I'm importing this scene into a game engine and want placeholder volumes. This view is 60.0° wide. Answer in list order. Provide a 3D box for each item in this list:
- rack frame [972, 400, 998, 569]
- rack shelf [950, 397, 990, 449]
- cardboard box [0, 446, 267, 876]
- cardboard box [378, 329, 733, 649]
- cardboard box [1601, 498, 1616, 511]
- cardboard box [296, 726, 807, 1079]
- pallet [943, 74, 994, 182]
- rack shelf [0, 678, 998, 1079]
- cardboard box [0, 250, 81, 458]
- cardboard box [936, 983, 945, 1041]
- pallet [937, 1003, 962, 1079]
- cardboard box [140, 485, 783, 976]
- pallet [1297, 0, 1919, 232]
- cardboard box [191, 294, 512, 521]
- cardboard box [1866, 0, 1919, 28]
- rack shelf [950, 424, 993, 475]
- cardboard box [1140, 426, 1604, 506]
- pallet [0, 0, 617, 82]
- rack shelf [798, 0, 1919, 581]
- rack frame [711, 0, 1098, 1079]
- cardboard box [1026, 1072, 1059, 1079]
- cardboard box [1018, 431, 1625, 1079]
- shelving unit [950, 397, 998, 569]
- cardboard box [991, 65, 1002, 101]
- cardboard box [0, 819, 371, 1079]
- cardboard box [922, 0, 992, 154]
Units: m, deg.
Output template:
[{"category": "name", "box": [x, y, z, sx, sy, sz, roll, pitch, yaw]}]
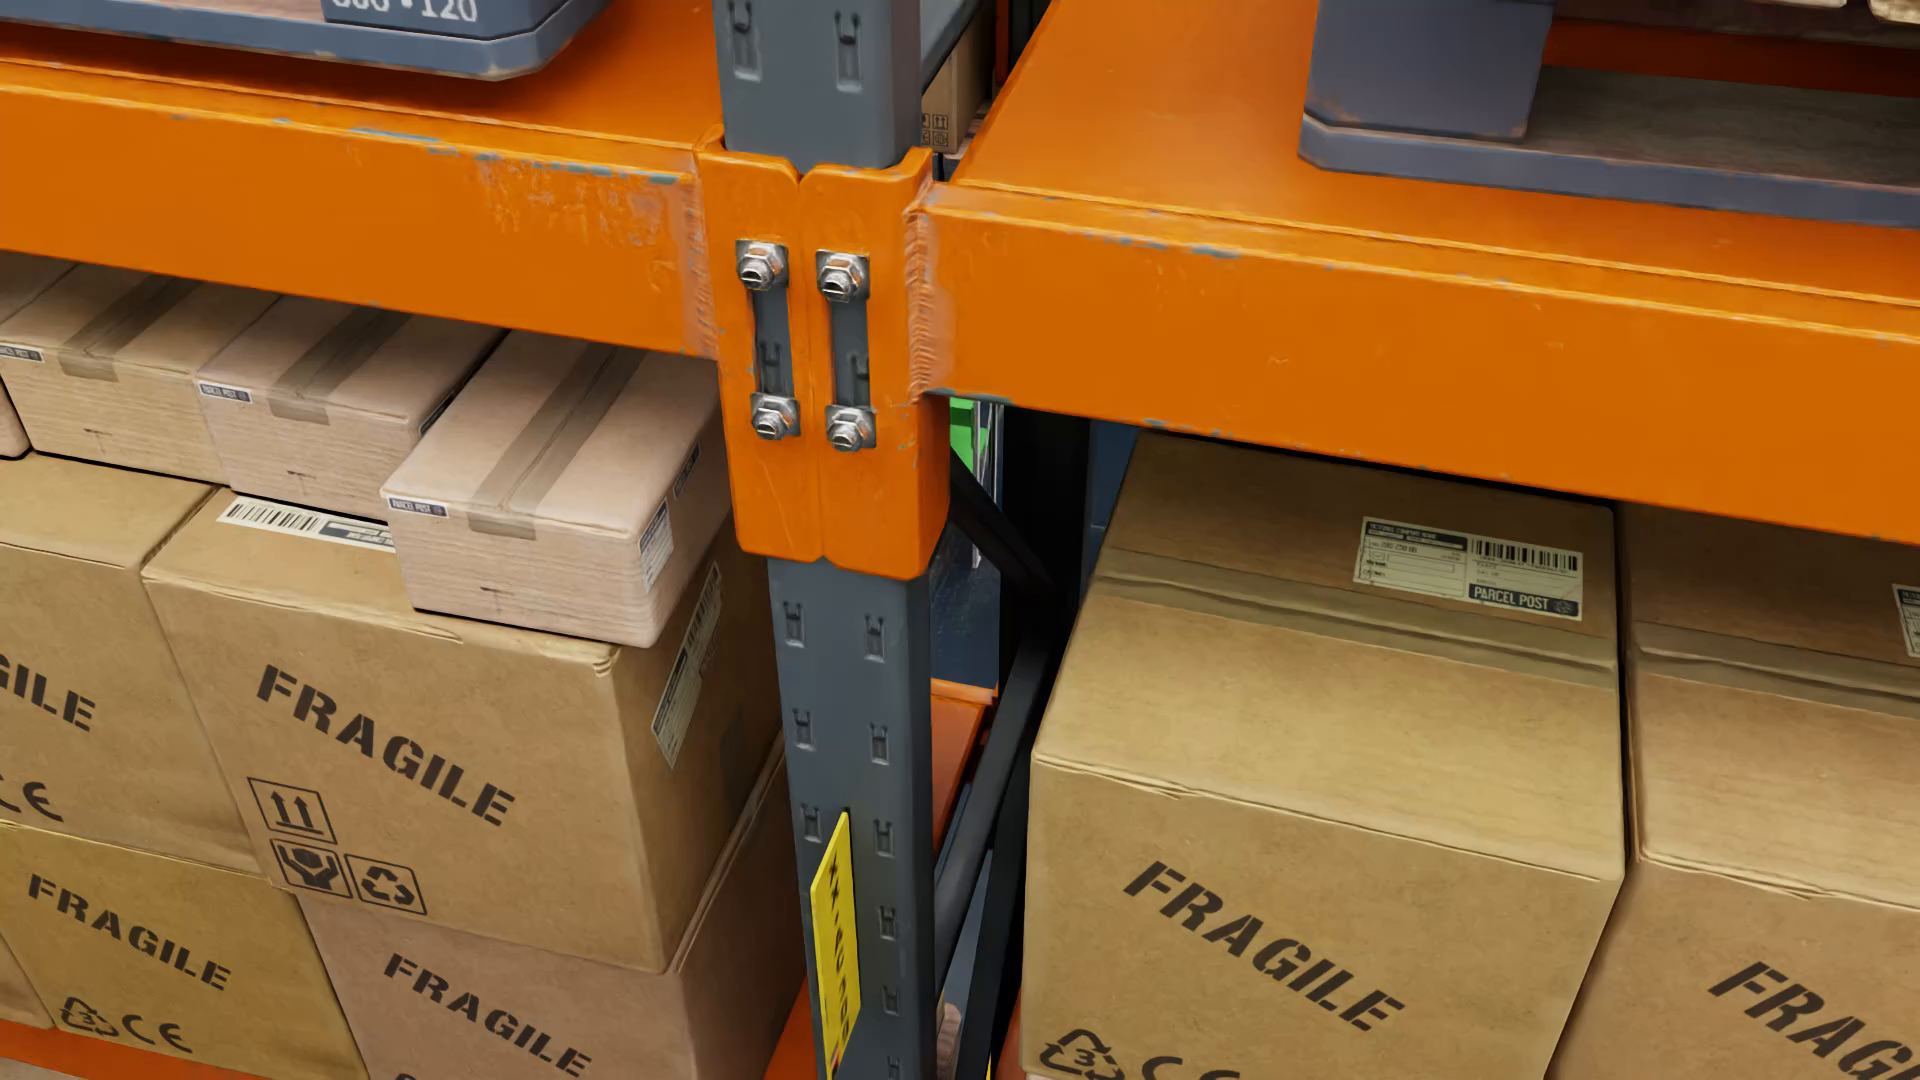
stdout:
[{"category": "rack frame", "box": [0.076, -0.446, 4.849, 0.015, 1.200, 0.240, 10, 41, 11]}, {"category": "rack shelf", "box": [-0.160, -0.438, 4.938, 0.480, 0.148, 0.258, 10, 41, 11]}, {"category": "cardboard box", "box": [-0.997, 0.018, 2.041, 0.500, 0.500, 0.500, 9, 41, 11]}, {"category": "cardboard box", "box": [4.248, -0.270, 3.668, 8.416, 2.449, 5.789, 9, 41, 11]}, {"category": "cardboard box", "box": [1.016, 0.014, 2.046, 0.500, 0.500, 0.500, 11, 41, 12]}, {"category": "cardboard box", "box": [-0.496, 0.478, 2.270, 0.500, 0.500, 0.500, 10, 41, 12]}, {"category": "pallet", "box": [0.634, -1.696, 7.106, 1.213, 0.211, 1.003, 10, 41, 11]}, {"category": "rack shelf", "box": [-1.914, 0.378, 3.027, 4.000, 0.370, 1.077, 10, 41, 11]}, {"category": "cardboard box", "box": [-1.076, -0.278, 1.889, 0.250, 0.149, 0.380, 9, 41, 11]}, {"category": "cardboard box", "box": [-0.561, 1.084, 3.292, 0.875, 0.438, 0.875, 9, 41, 11]}, {"category": "pallet", "box": [-0.696, 1.328, 3.505, 1.213, 0.211, 1.003, 10, 41, 11]}, {"category": "cardboard box", "box": [-0.509, 0.107, 1.935, 0.500, 0.500, 0.500, 9, 41, 11]}, {"category": "pallet", "box": [0.916, -0.519, 1.351, 1.217, 0.209, 0.805, 8, 41, 10]}, {"category": "cardboard box", "box": [-0.589, -0.199, 1.795, 0.250, 0.149, 0.380, 11, 41, 12]}, {"category": "cardboard box", "box": [0.794, -0.586, 0.879, 0.500, 0.500, 0.500, 9, 41, 11]}, {"category": "rack shelf", "box": [-0.160, -0.254, 5.092, 0.480, 0.148, 0.258, 10, 41, 11]}, {"category": "cardboard box", "box": [0.514, -0.068, 2.143, 0.500, 0.500, 0.500, 11, 41, 13]}, {"category": "pallet", "box": [-0.770, -0.822, 1.633, 1.213, 0.211, 1.003, 10, 41, 11]}, {"category": "rack shelf", "box": [1.950, -0.106, 1.270, 4.000, 0.370, 1.077, 10, 41, 11]}, {"category": "rack frame", "box": [0.019, 0.433, 2.402, 0.053, 2.616, 0.949, 10, 41, 11]}, {"category": "cardboard box", "box": [0.370, 0.549, 1.991, 0.500, 0.250, 0.500, 9, 41, 10]}, {"category": "cardboard box", "box": [0.369, 0.266, 1.746, 0.500, 0.500, 0.500, 10, 41, 12]}, {"category": "shelving unit", "box": [-0.160, -0.487, 4.897, 0.503, 1.200, 0.258, 10, 41, 11]}, {"category": "cardboard box", "box": [0.301, -2.047, 7.245, 0.250, 0.149, 0.380, 9, 41, 11]}, {"category": "cardboard box", "box": [-0.995, 0.396, 2.368, 0.500, 0.500, 0.500, 9, 41, 10]}, {"category": "cardboard box", "box": [-0.182, -2.018, 6.938, 0.500, 0.500, 0.700, 8, 41, 10]}]
